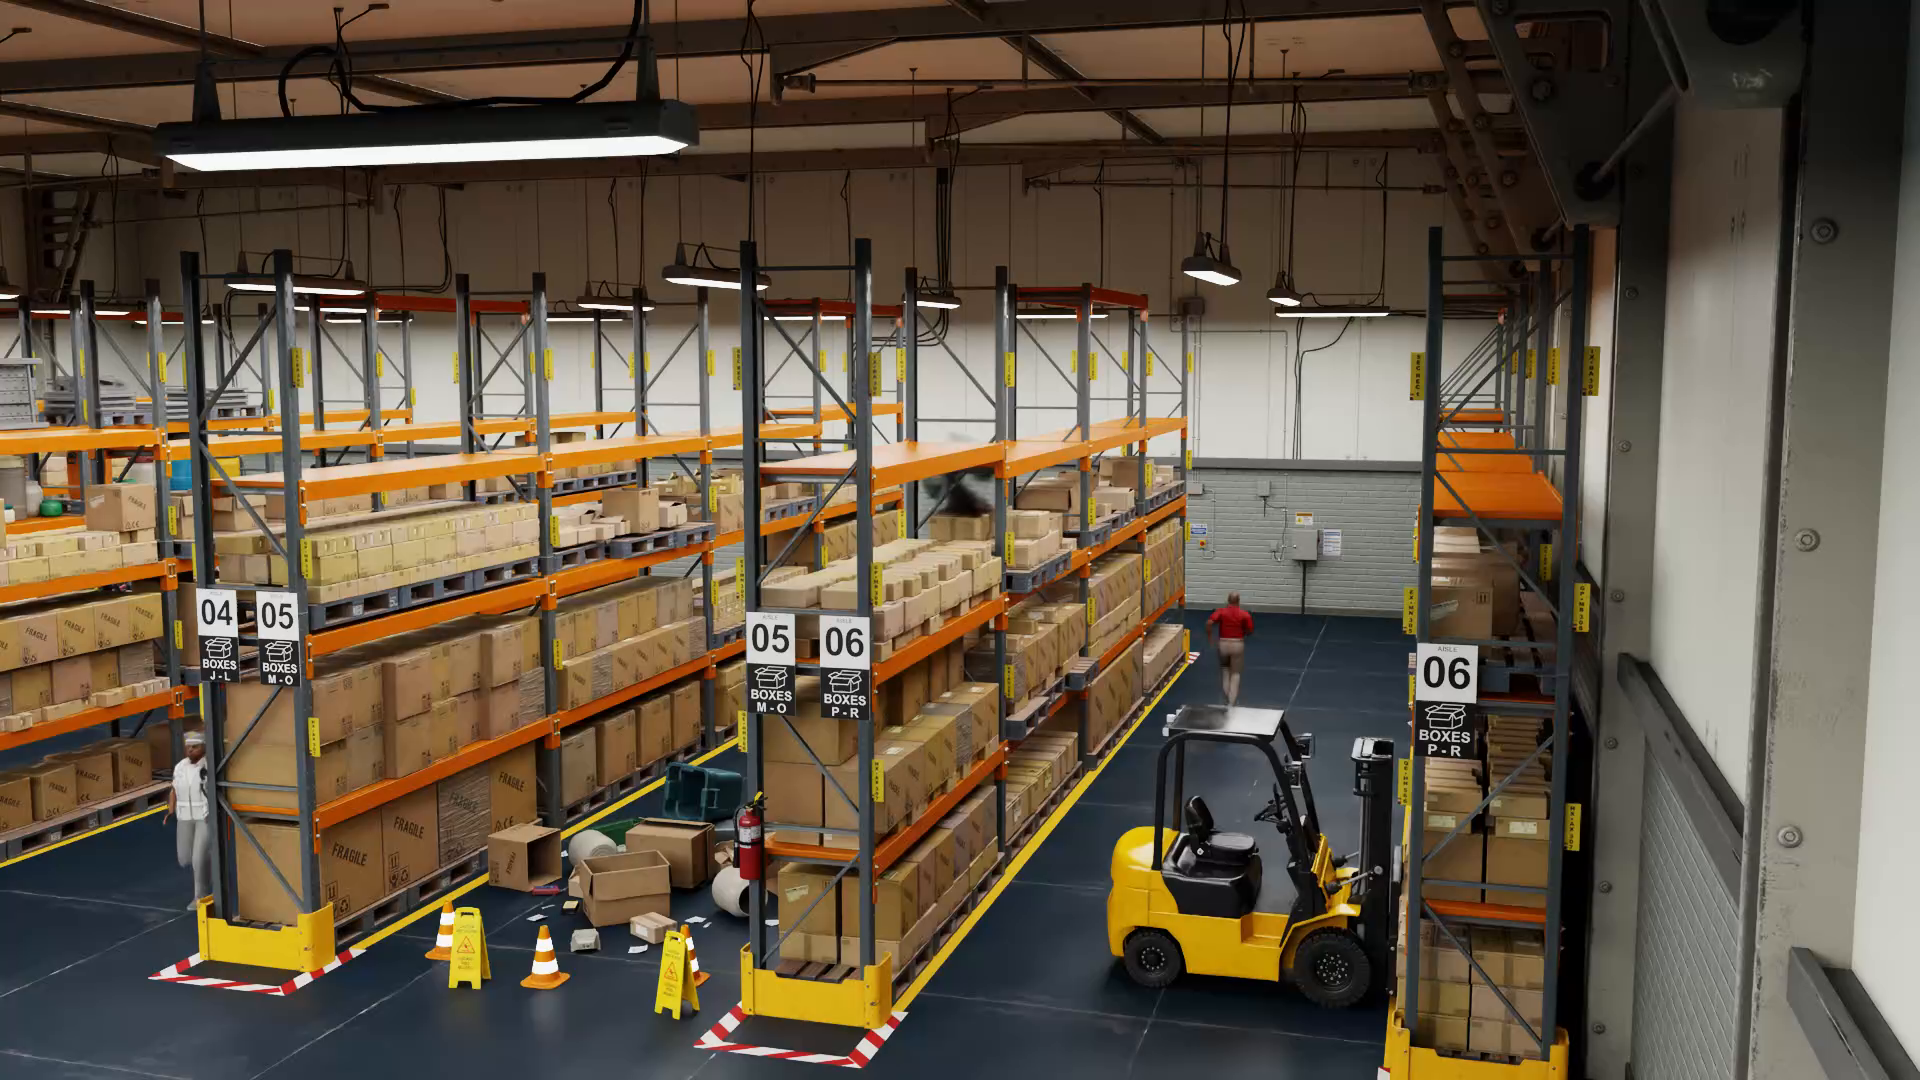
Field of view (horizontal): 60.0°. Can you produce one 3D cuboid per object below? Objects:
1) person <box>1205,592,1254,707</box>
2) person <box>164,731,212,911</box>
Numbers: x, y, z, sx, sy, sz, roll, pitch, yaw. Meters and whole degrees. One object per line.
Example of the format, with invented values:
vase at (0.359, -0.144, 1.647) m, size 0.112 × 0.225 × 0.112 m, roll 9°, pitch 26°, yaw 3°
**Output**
person at (3.952, 1.628, 24.283) m, size 0.670 × 1.773 × 0.767 m, roll 2°, pitch 7°, yaw 19°
person at (-7.165, 2.603, 15.686) m, size 0.564 × 1.660 × 0.617 m, roll 0°, pitch 6°, yaw 0°
